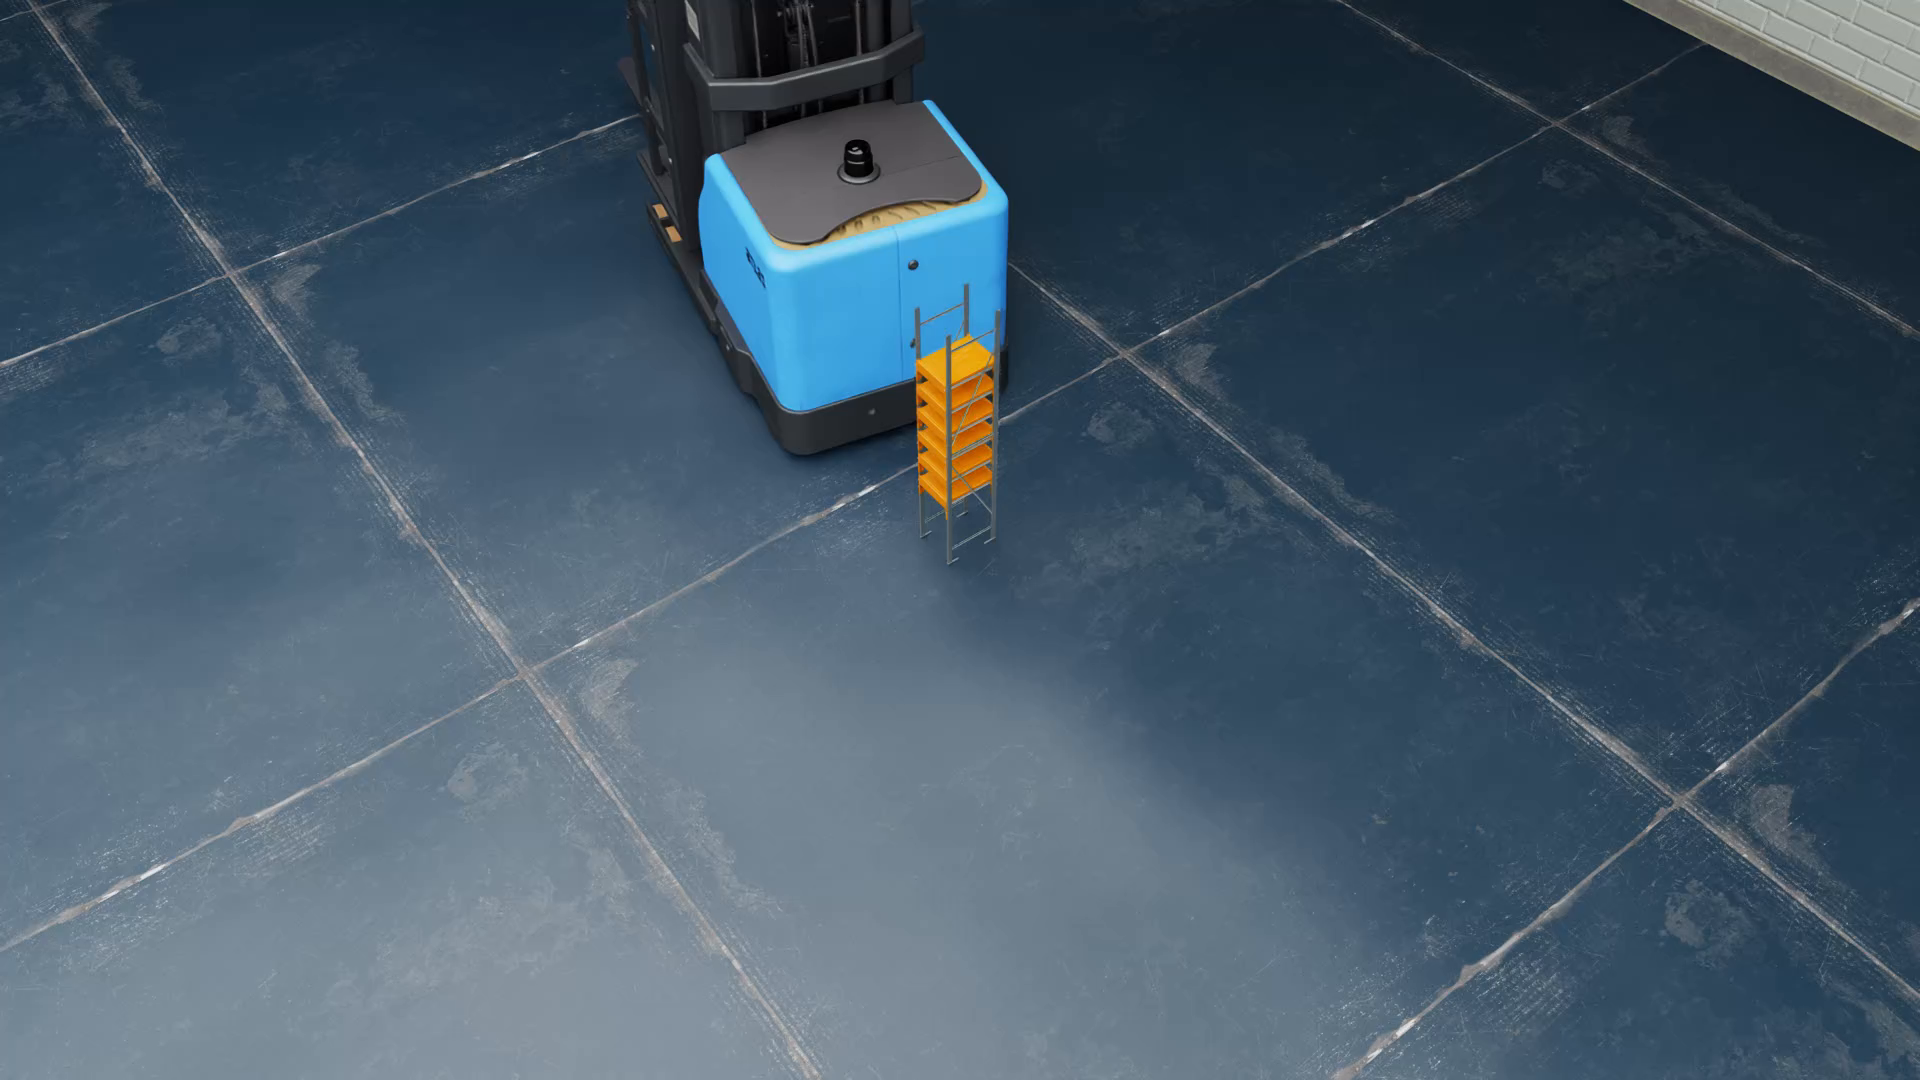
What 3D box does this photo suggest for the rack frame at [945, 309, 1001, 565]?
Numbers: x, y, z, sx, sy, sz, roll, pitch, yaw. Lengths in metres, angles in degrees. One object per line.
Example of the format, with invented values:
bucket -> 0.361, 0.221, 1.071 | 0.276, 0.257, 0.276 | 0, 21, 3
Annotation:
rack frame -> 0.047, -0.358, 6.263 | 0.240, 1.200, 0.006 | -29, 54, -24

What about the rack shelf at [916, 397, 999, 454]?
rack shelf -> -0.009, -0.462, 6.256 | 0.258, 0.103, 0.180 | -29, 54, -24

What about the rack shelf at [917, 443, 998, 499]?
rack shelf -> -0.009, -0.301, 6.434 | 0.258, 0.103, 0.180 | -29, 54, -24

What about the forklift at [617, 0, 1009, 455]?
forklift -> -0.864, -2.448, 6.989 | 1.130, 2.935, 3.031 | -19, 51, -16

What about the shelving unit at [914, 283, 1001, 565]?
shelving unit -> -0.009, -0.412, 6.312 | 0.258, 1.200, 0.189 | -29, 54, -24

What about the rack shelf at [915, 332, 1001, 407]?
rack shelf -> -0.009, -0.623, 6.078 | 0.258, 0.103, 0.180 | -29, 54, -24

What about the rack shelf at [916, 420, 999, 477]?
rack shelf -> -0.009, -0.382, 6.345 | 0.258, 0.103, 0.180 | -29, 54, -24

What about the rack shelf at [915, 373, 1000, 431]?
rack shelf -> -0.009, -0.543, 6.167 | 0.258, 0.103, 0.180 | -29, 54, -24

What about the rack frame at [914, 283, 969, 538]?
rack frame -> -0.064, -0.465, 6.361 | 0.240, 1.200, 0.006 | -29, 54, -24

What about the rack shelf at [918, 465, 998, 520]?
rack shelf -> -0.009, -0.220, 6.523 | 0.258, 0.103, 0.180 | -29, 54, -24
